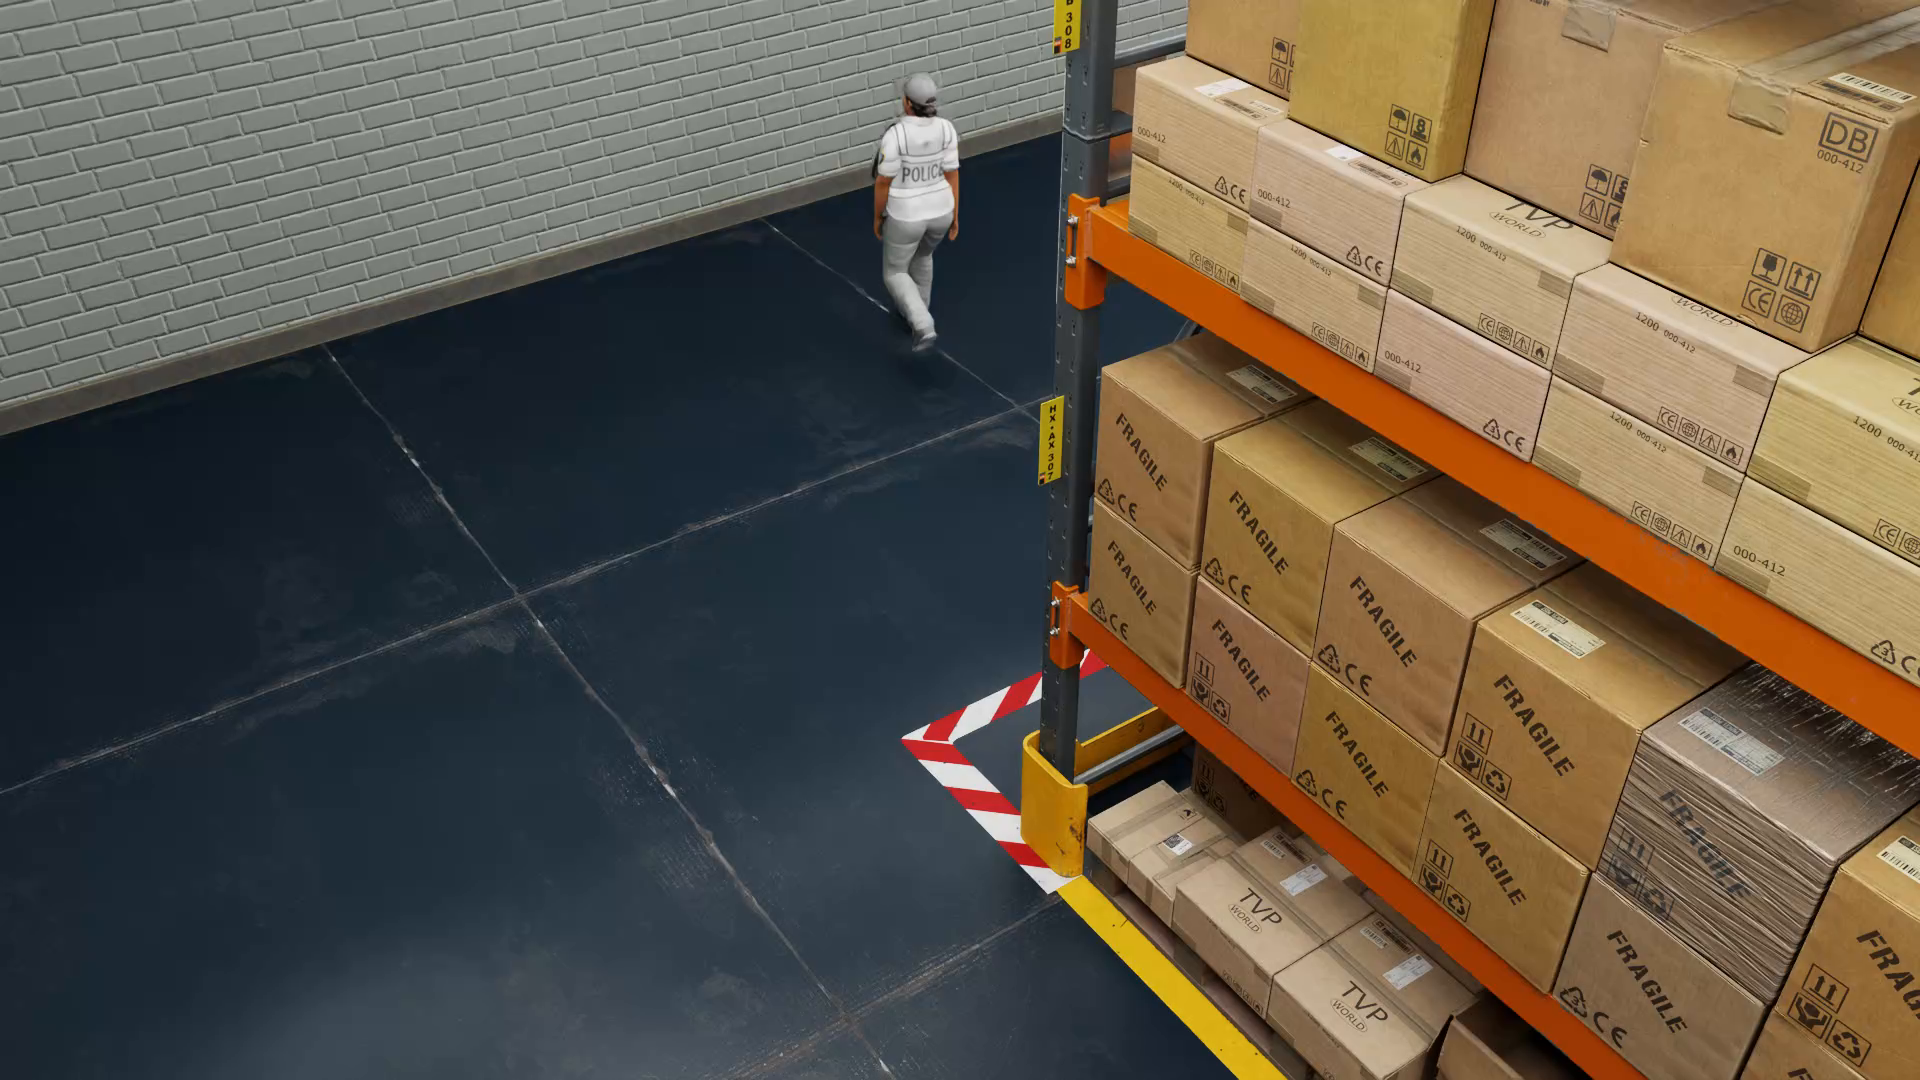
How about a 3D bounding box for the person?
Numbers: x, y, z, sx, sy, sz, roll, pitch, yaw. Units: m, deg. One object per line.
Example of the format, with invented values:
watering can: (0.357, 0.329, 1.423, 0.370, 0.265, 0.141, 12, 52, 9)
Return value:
person: (-0.244, -1.857, 9.484, 0.482, 1.628, 0.816, -17, 40, -22)
